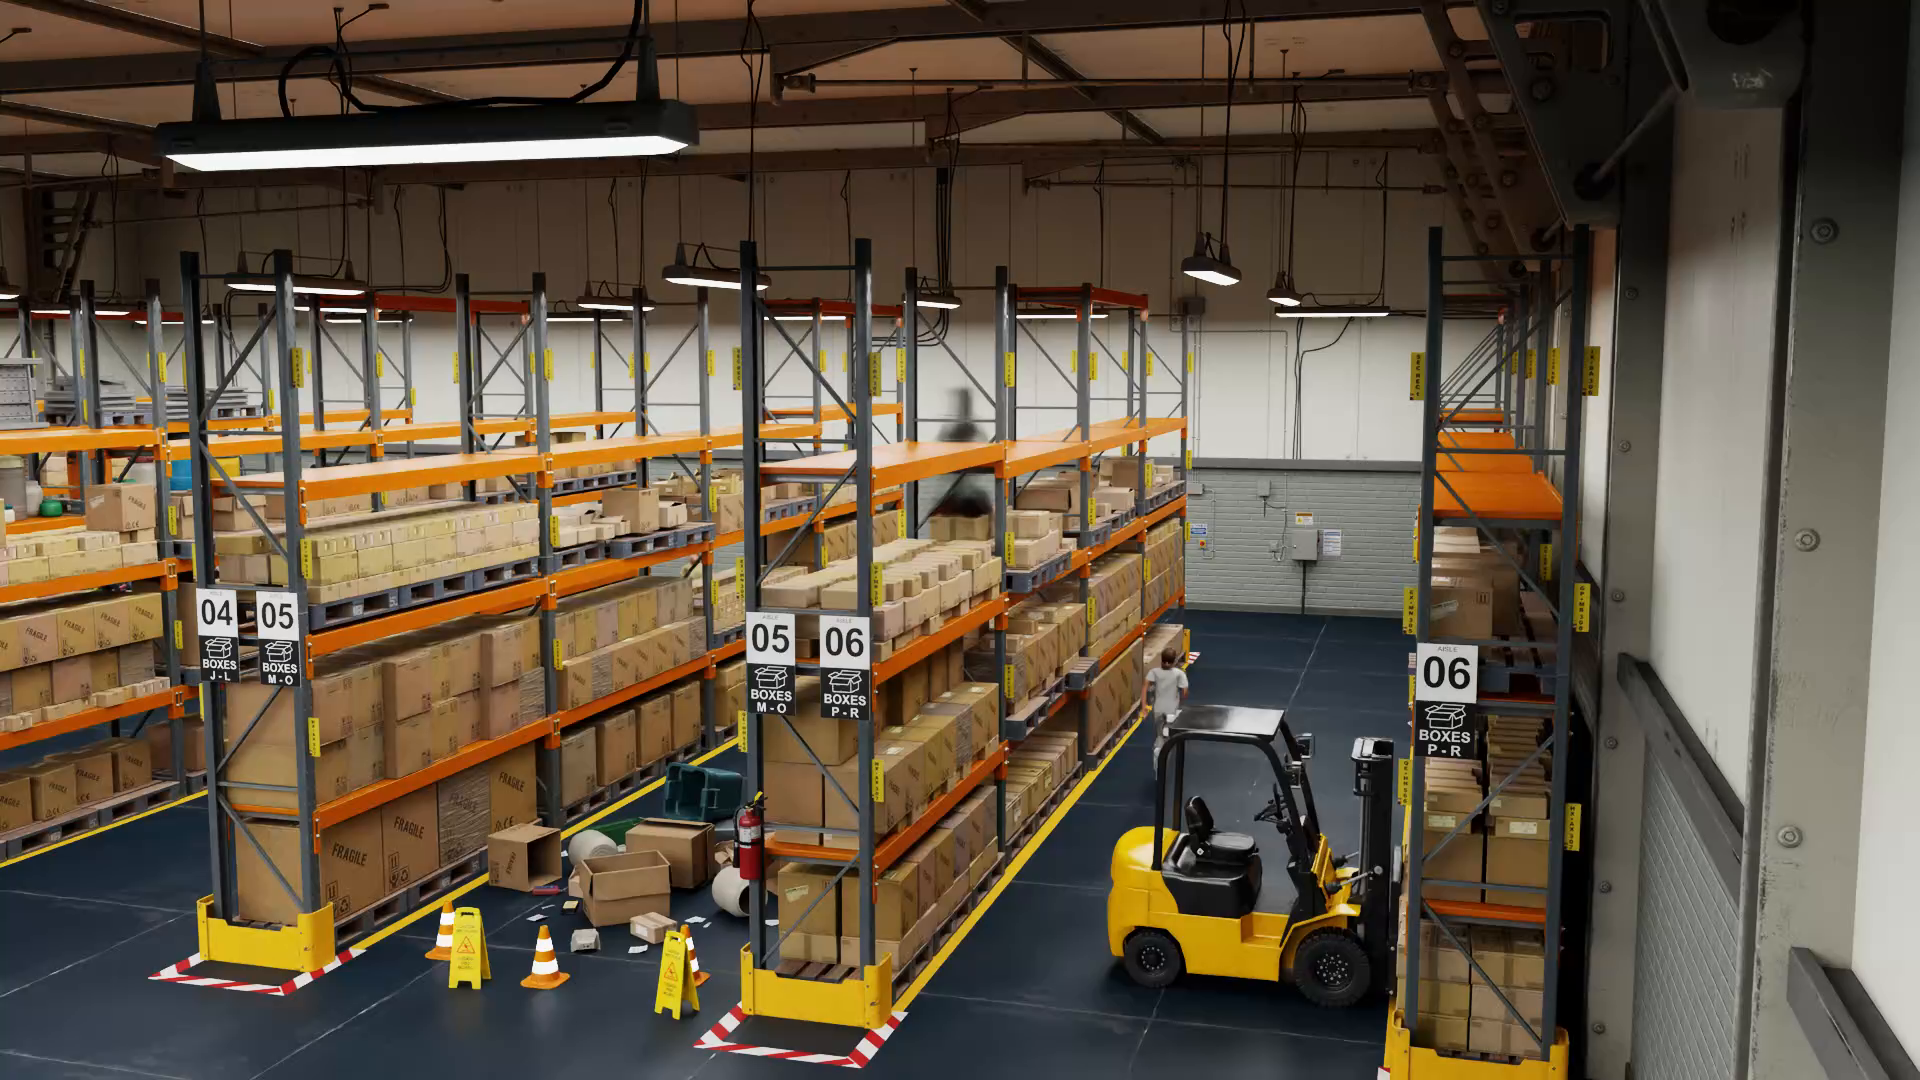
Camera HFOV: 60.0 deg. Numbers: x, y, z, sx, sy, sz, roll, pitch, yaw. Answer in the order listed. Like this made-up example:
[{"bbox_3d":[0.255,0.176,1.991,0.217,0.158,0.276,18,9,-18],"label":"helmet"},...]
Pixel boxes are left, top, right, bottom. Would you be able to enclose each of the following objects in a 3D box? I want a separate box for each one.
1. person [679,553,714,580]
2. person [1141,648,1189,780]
[{"bbox_3d":[-4.765,1.005,30.008,0.586,1.694,0.649,1,6,9],"label":"person"},{"bbox_3d":[2.479,2.128,20.138,0.549,1.612,0.713,2,7,20],"label":"person"}]
